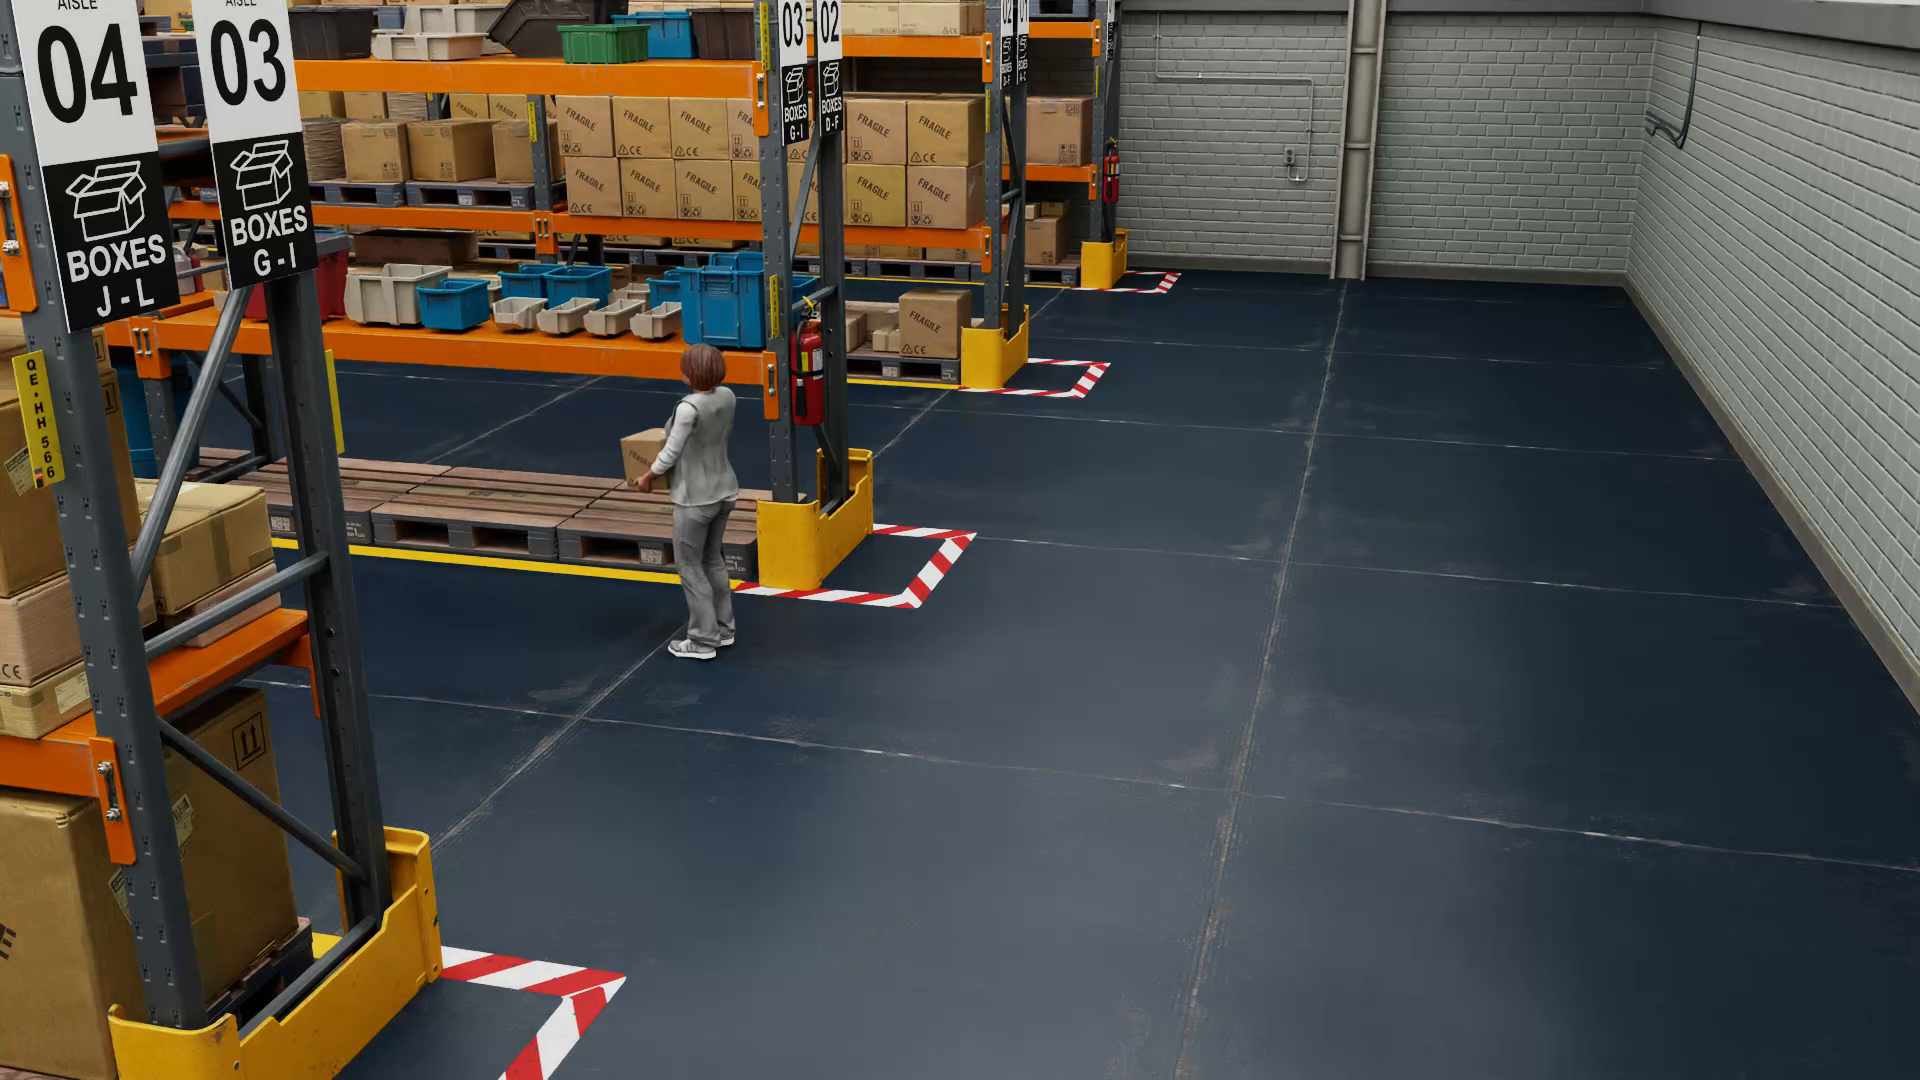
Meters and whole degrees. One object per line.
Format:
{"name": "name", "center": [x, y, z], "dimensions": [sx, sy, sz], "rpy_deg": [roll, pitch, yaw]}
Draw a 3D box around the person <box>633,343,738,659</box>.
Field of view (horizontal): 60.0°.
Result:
{"name": "person", "center": [-1.332, -0.205, 8.195], "dimensions": [0.495, 1.588, 0.406], "rpy_deg": [10, 21, 28]}
